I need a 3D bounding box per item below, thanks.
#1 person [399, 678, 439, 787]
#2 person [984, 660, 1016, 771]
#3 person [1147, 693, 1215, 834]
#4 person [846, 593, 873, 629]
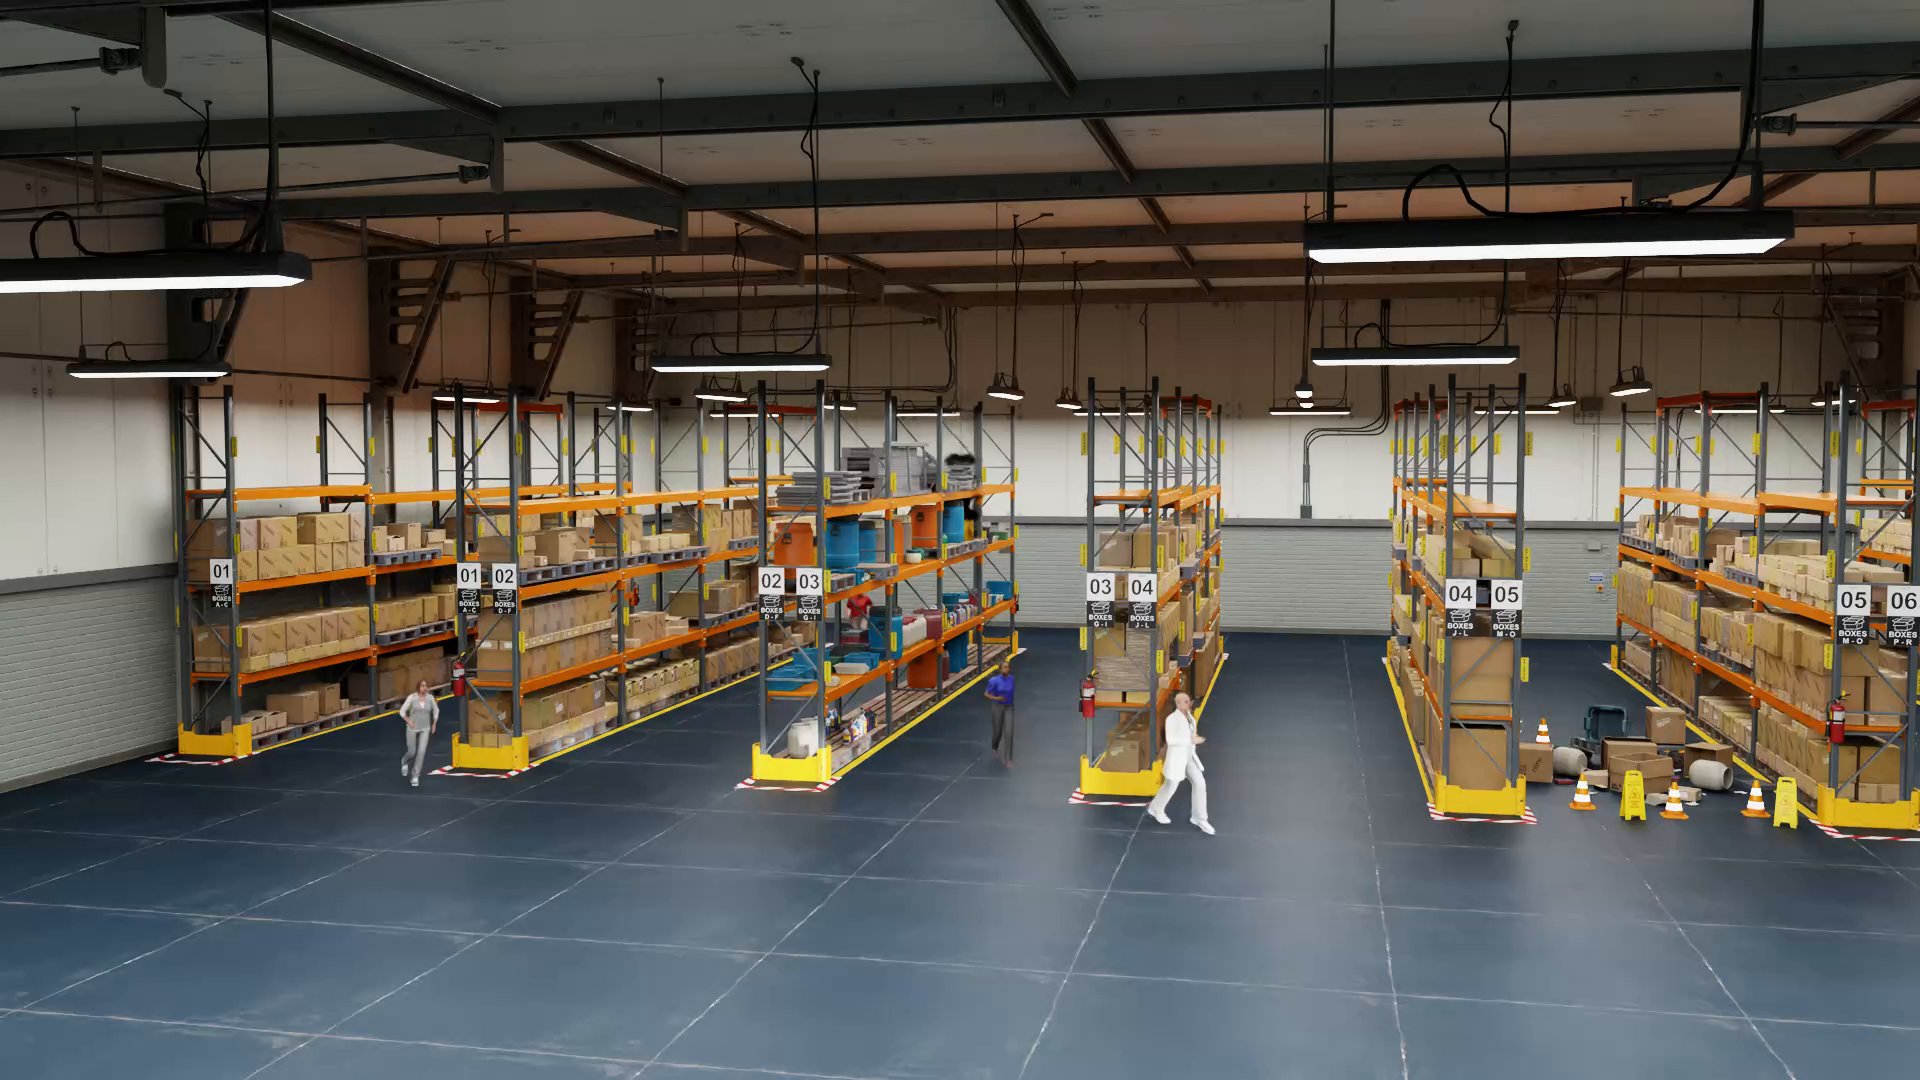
[{"bbox_3d":[-8.067,2.847,24.834,0.580,1.563,0.687,-2,4,-31],"label":"person"},{"bbox_3d":[0.642,2.718,26.097,0.566,1.677,0.867,-1,3,-18],"label":"person"},{"bbox_3d":[2.855,2.894,21.755,0.656,1.820,0.962,-3,4,-41],"label":"person"},{"bbox_3d":[-2.409,1.939,39.963,0.659,1.685,0.760,0,3,1],"label":"person"}]
